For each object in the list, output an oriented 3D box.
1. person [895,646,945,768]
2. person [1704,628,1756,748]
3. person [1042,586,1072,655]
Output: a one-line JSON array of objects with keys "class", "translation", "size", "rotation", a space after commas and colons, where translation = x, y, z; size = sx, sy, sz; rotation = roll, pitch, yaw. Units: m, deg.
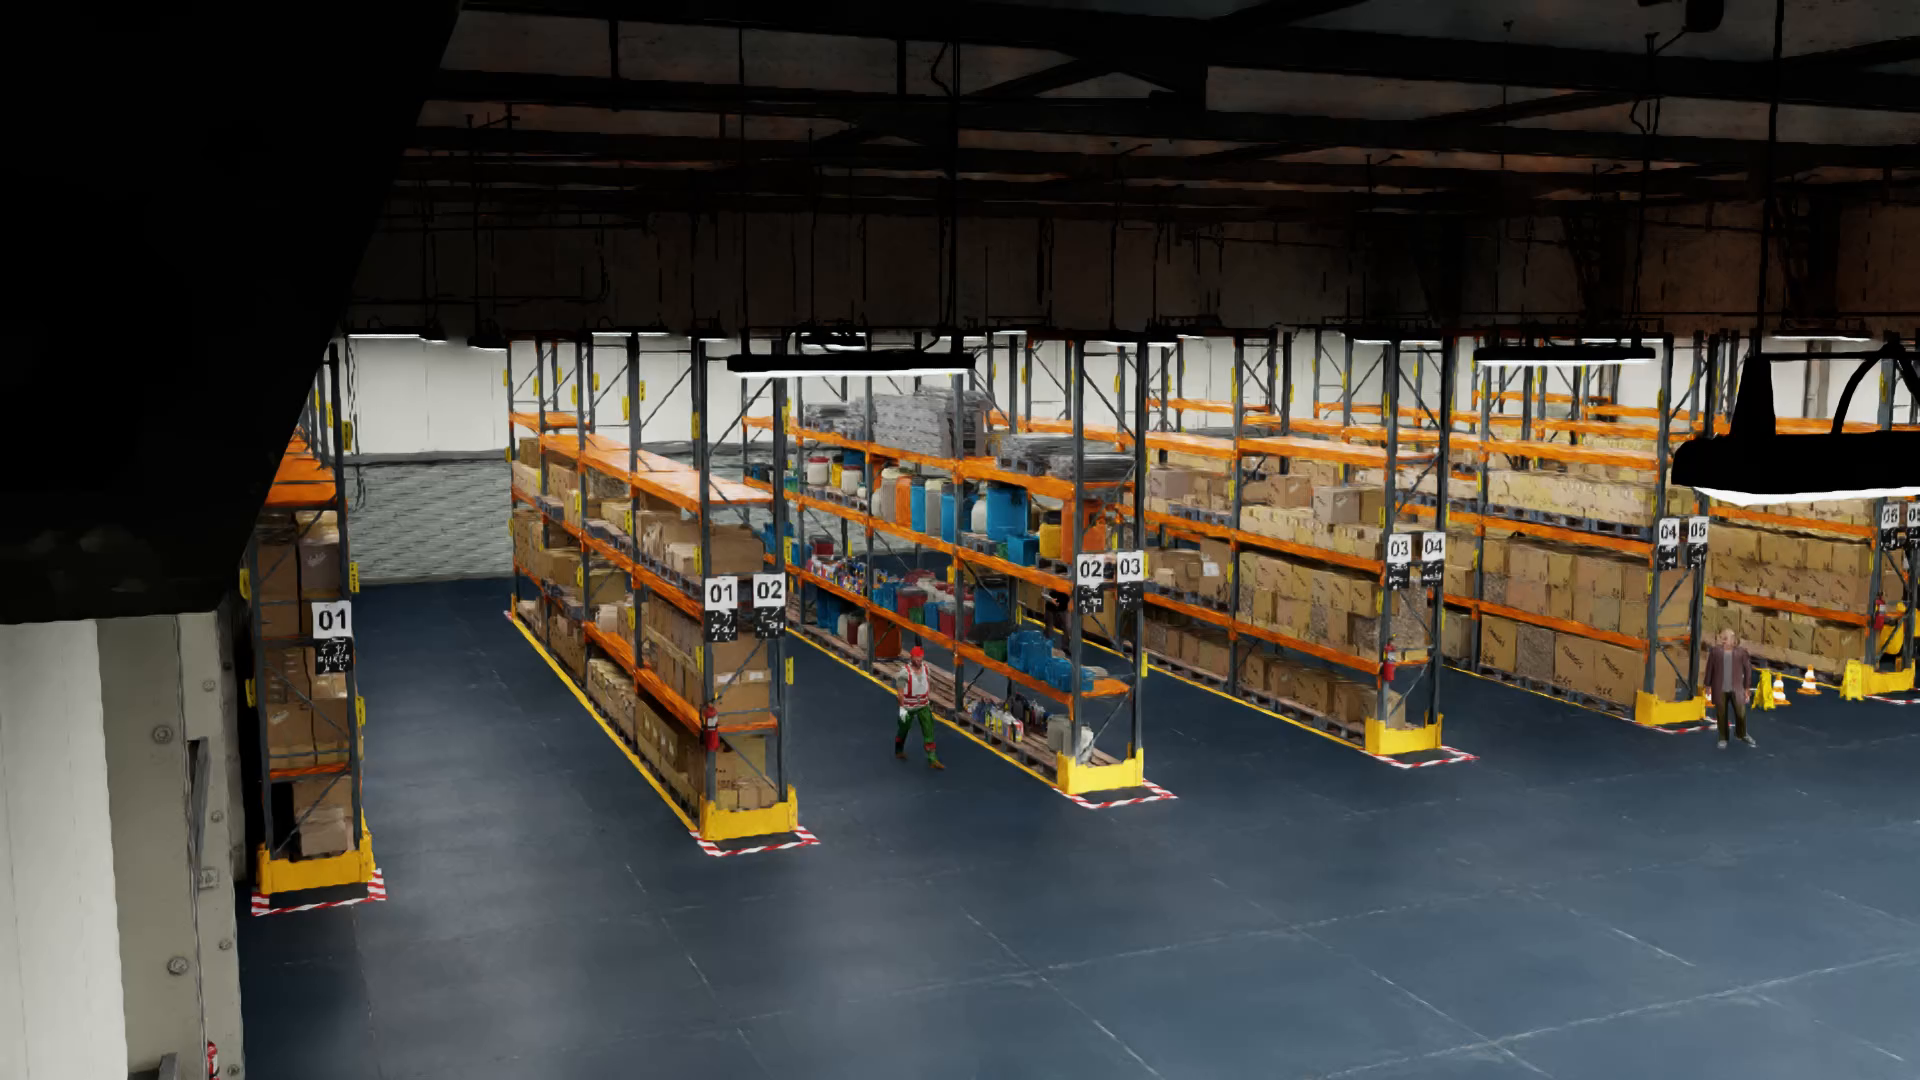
[{"class": "person", "translation": [-0.613, 2.309, 23.268], "size": [0.556, 1.705, 1.116], "rotation": [-4, 9, -25]}, {"class": "person", "translation": [11.222, 2.159, 24.204], "size": [0.747, 1.771, 0.528], "rotation": [5, 9, 30]}, {"class": "person", "translation": [1.823, 1.329, 31.099], "size": [0.680, 1.574, 0.866], "rotation": [-3, 8, -18]}]
